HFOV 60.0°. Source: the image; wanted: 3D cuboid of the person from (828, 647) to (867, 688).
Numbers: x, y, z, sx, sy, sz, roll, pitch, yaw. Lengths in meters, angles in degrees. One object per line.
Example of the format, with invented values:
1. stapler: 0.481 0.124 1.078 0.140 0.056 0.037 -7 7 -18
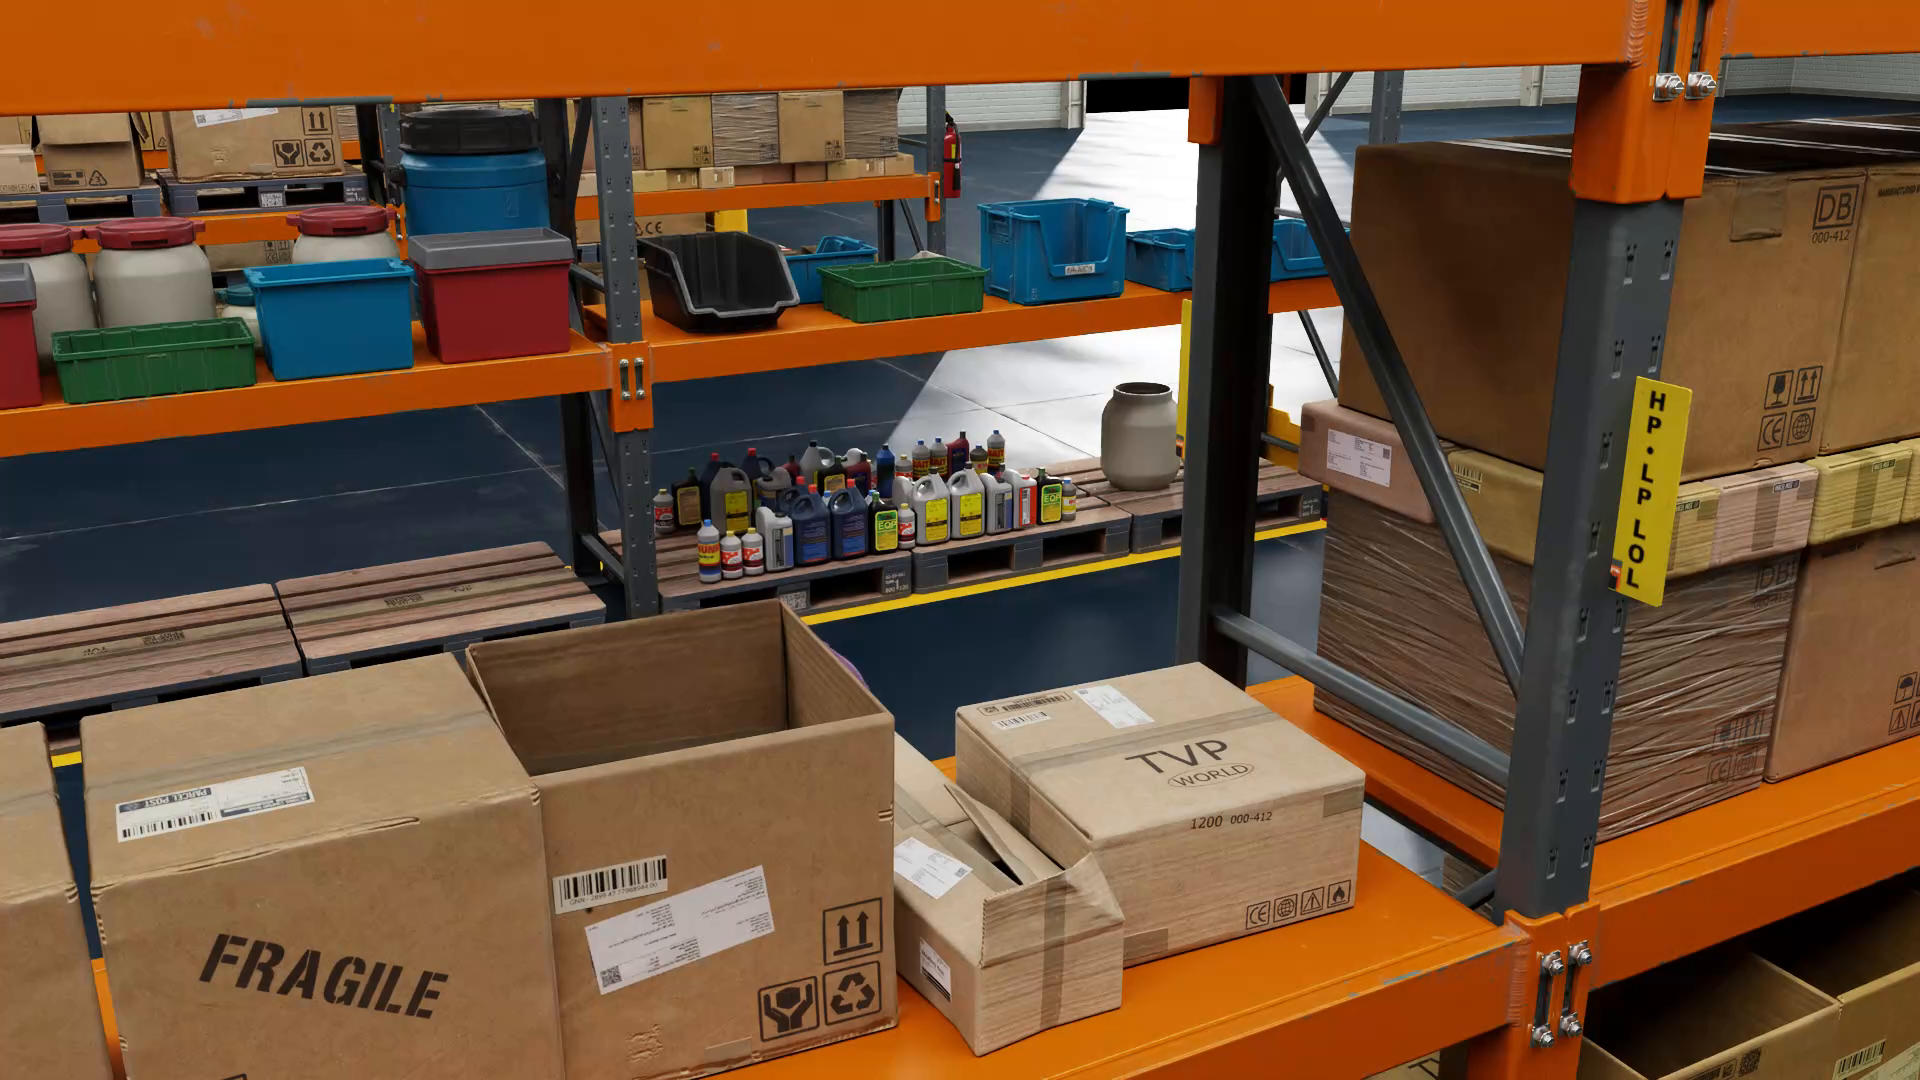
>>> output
1. person: -0.692 0.582 5.638 0.803 0.782 0.435 -10 21 -27
